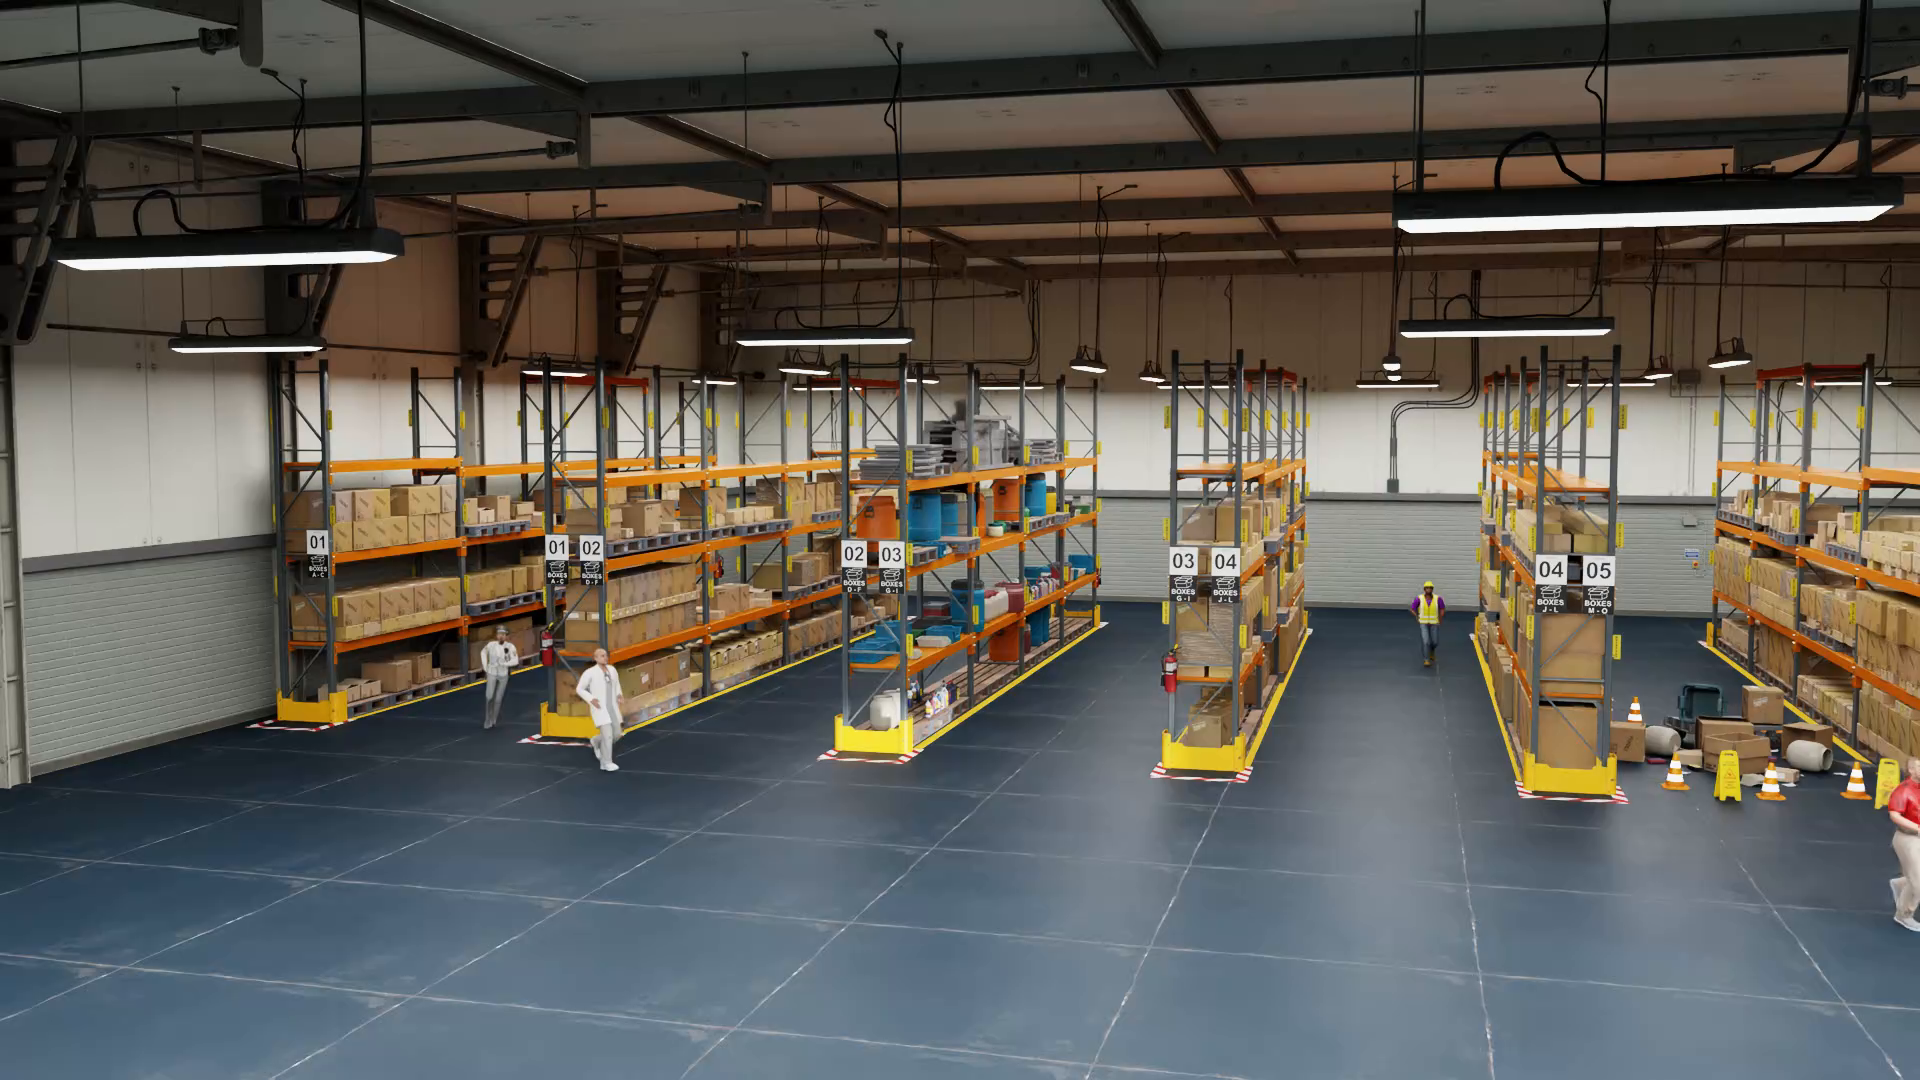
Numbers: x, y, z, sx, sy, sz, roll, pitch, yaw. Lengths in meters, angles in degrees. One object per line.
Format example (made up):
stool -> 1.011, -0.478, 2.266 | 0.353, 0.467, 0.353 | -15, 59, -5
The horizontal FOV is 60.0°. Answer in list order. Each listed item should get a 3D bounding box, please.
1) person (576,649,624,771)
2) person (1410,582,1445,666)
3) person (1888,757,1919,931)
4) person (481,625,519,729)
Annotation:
person -> -5.144, 2.420, 23.856 | 0.746, 1.729, 0.712 | 4, 6, 42
person -> 9.547, 1.704, 33.922 | 0.696, 1.718, 0.605 | 1, 4, 10
person -> 9.444, 2.985, 16.383 | 0.705, 1.689, 0.585 | -2, 5, -30
person -> -7.497, 2.238, 27.104 | 0.602, 1.721, 0.626 | -1, 4, -13
